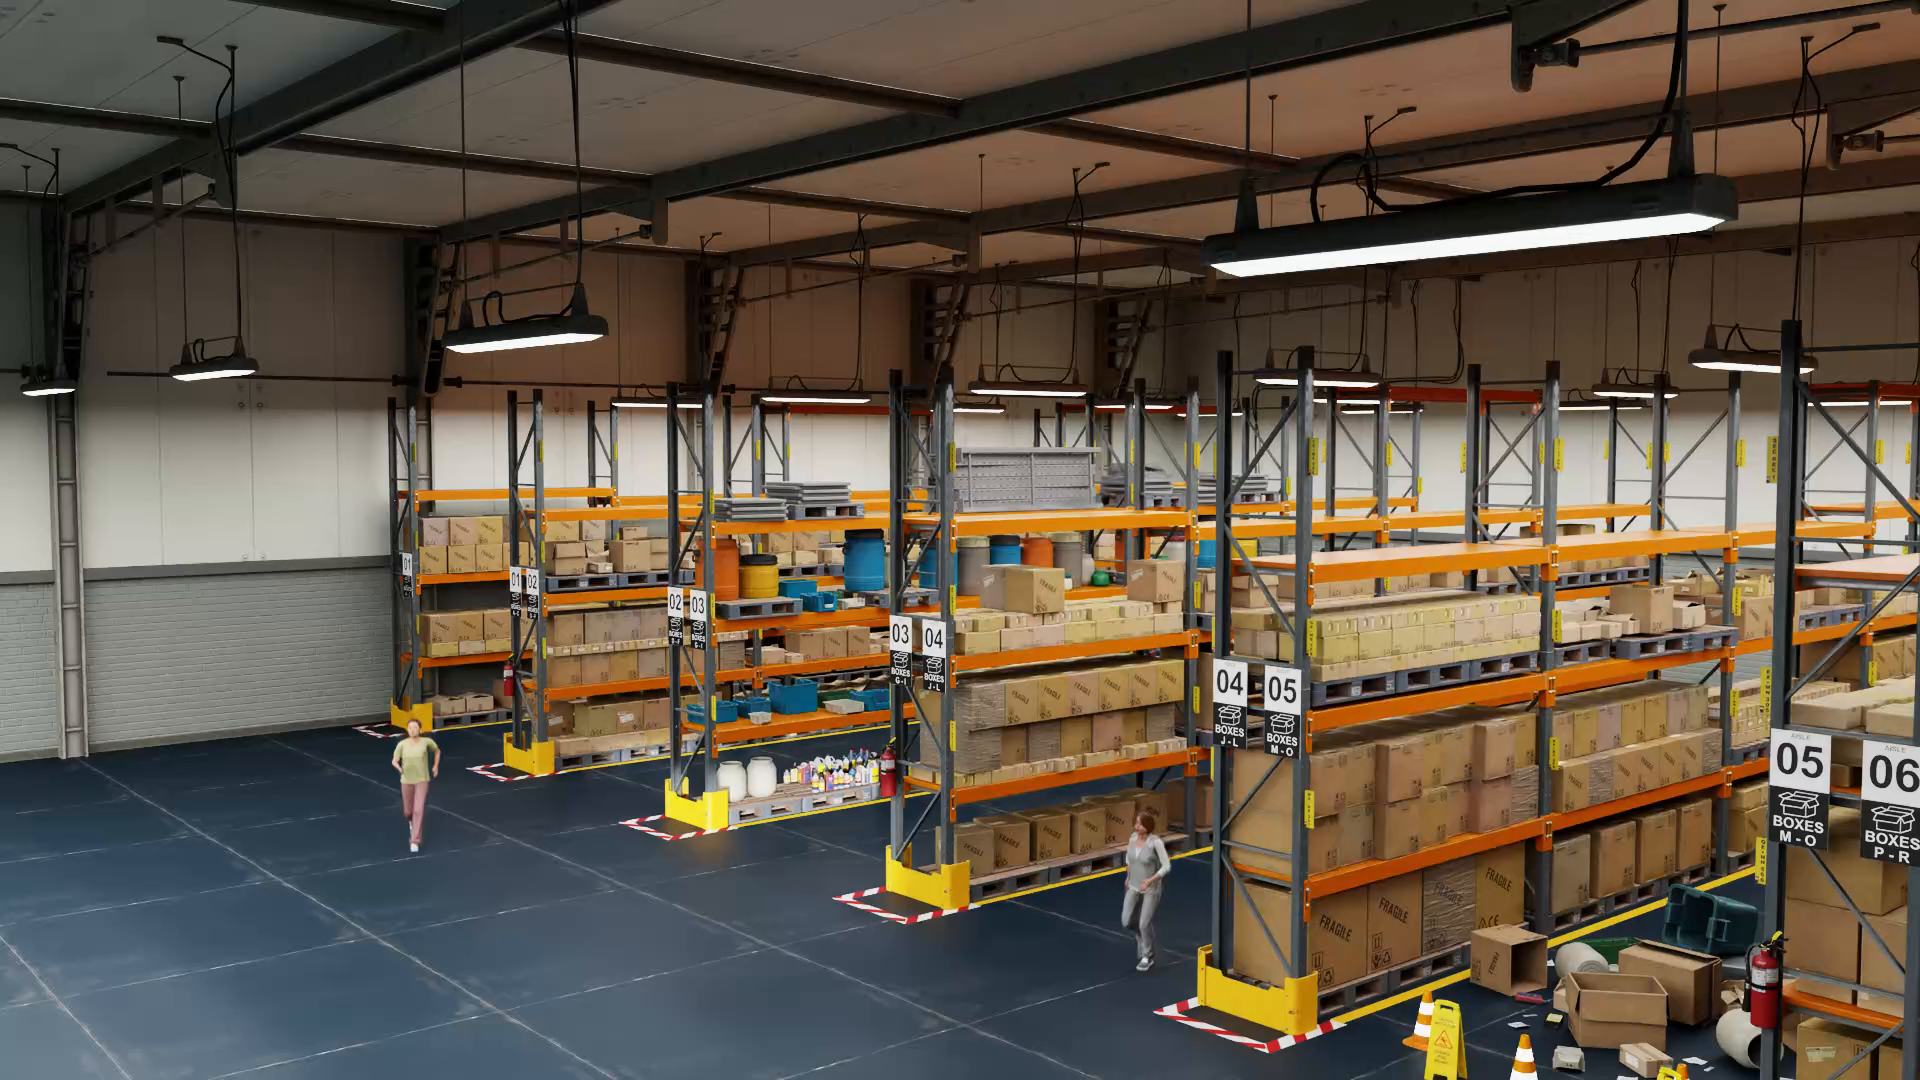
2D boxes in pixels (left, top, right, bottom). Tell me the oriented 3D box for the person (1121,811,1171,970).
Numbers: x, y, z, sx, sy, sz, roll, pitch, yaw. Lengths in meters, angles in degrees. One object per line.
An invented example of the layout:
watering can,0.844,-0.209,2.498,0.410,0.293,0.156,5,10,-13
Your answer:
person,1.803,3.434,16.288,0.549,1.569,0.532,2,4,36

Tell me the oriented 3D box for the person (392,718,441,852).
person,-6.952,3.095,21.254,0.592,1.633,0.970,-1,3,-13

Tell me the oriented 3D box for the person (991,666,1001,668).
person,0.685,2.645,28.210,0.658,1.776,0.684,-3,4,-39
